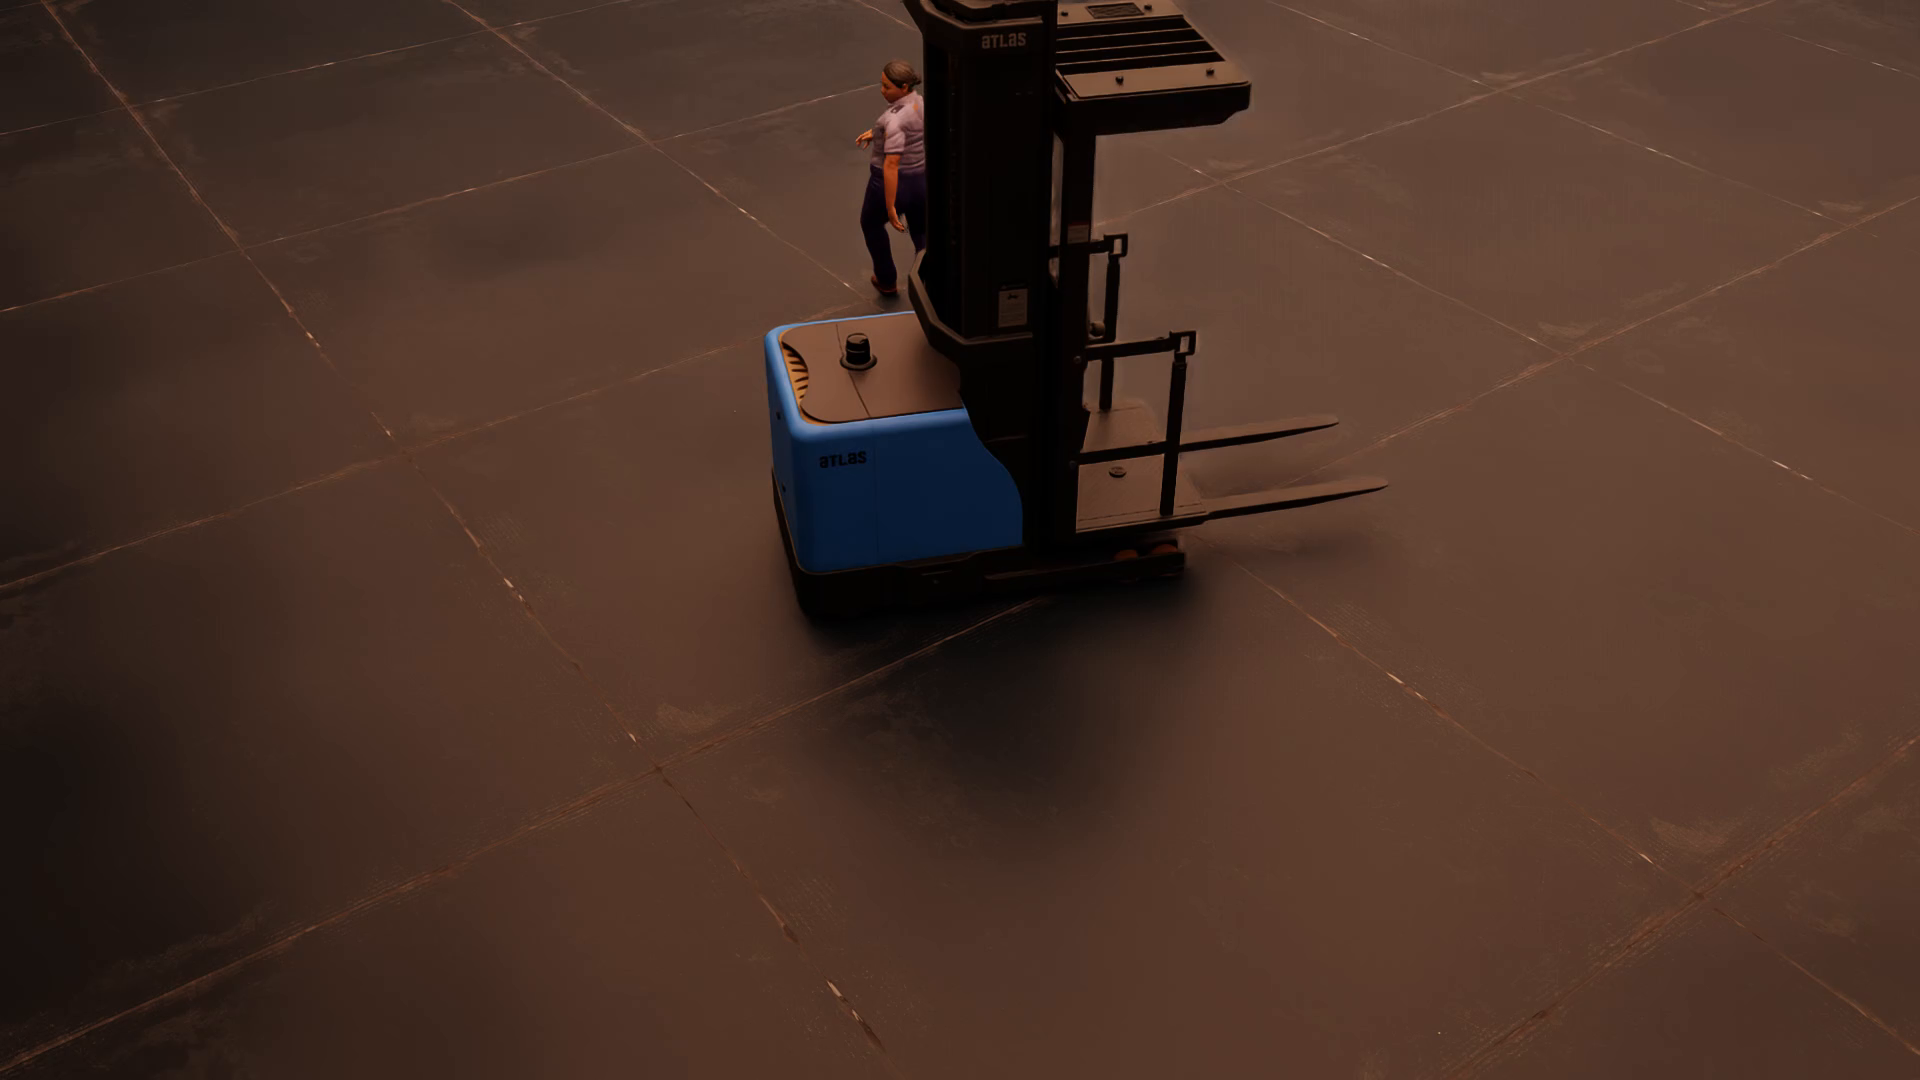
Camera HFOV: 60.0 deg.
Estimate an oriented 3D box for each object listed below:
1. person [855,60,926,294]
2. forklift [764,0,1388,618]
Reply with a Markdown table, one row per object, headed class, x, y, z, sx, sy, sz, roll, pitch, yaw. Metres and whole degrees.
| class | x | y | z | sx | sy | sz | roll | pitch | yaw |
| --- | --- | --- | --- | --- | --- | --- | --- | --- | --- |
| person | -0.347 | -2.120 | 9.980 | 0.533 | 1.574 | 0.776 | -20 | 41 | -24 |
| forklift | 0.619 | -1.265 | 7.655 | 3.031 | 2.935 | 1.130 | -8 | 37 | -11 |
